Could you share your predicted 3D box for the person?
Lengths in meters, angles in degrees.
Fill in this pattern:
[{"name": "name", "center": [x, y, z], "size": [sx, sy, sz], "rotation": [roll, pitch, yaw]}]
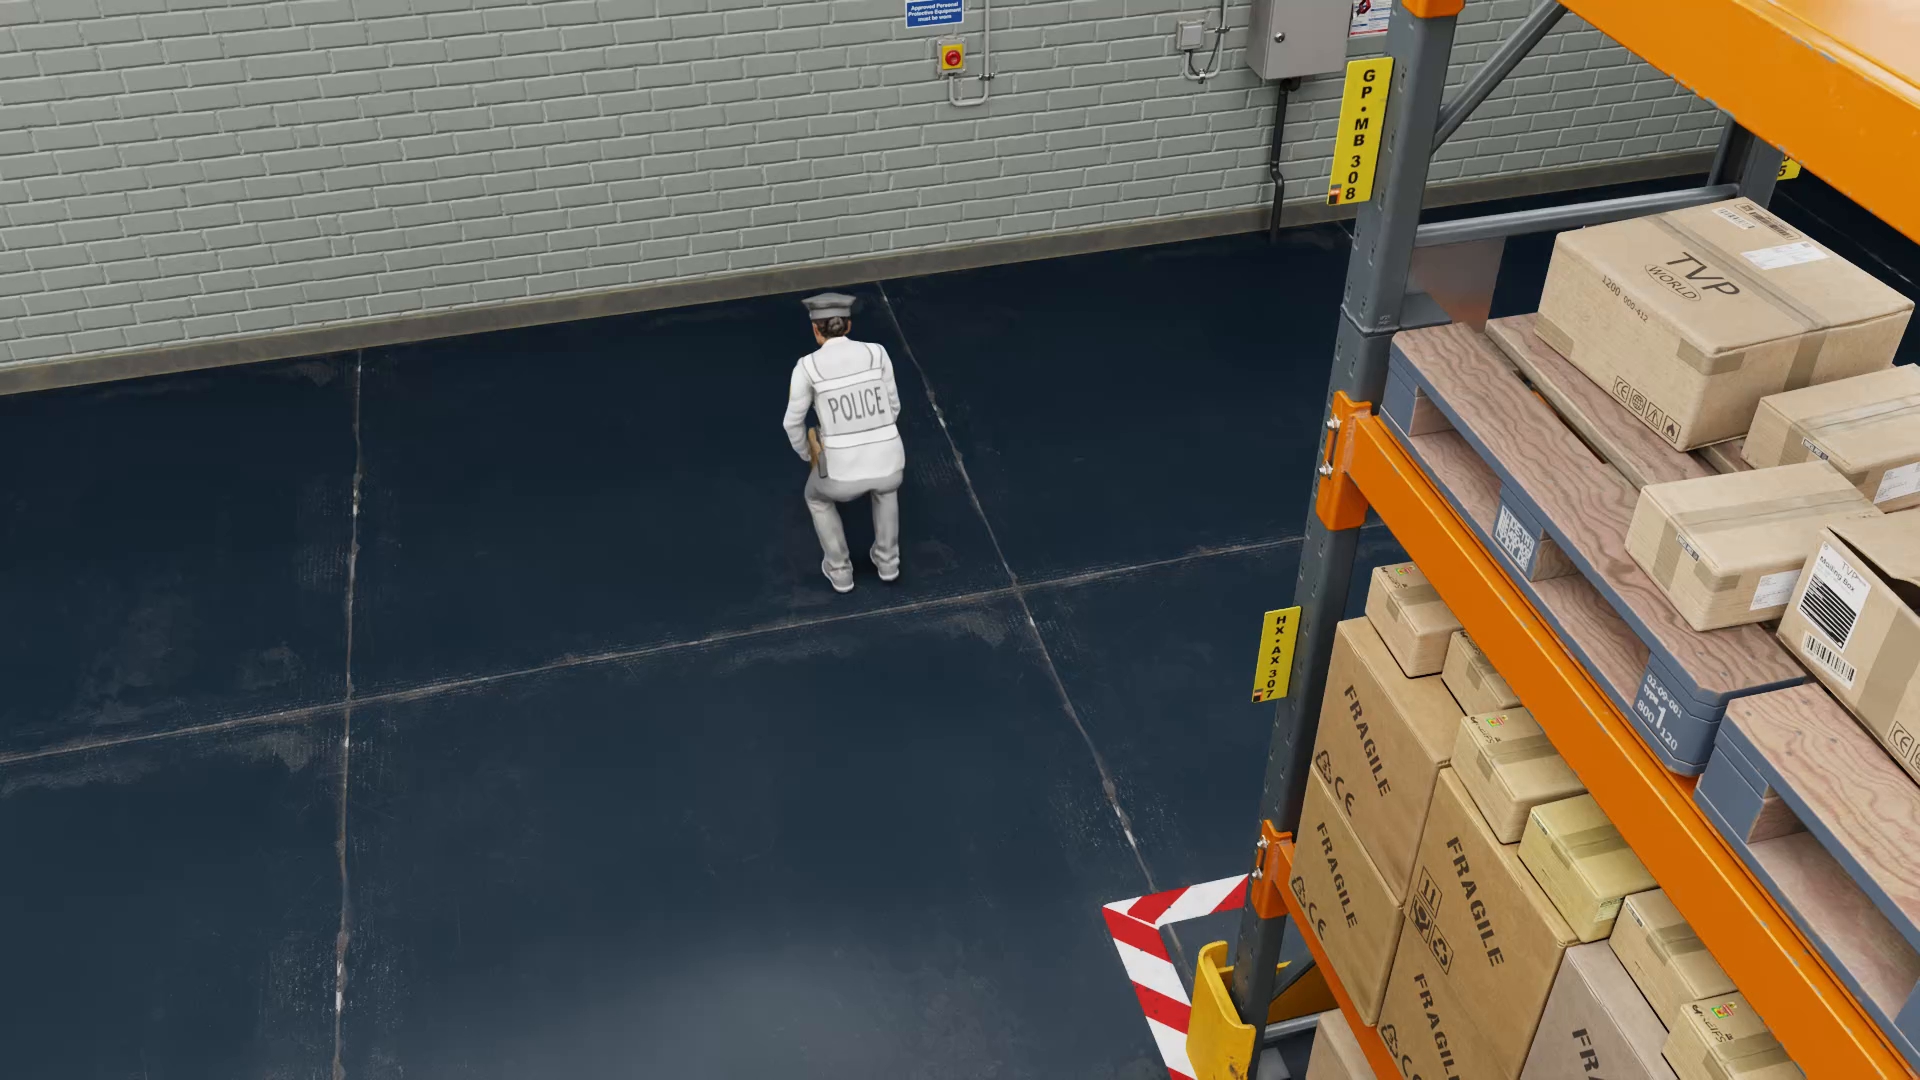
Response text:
[{"name": "person", "center": [-0.511, -0.411, 7.474], "size": [0.535, 1.373, 0.708], "rotation": [-9, 39, -12]}]
